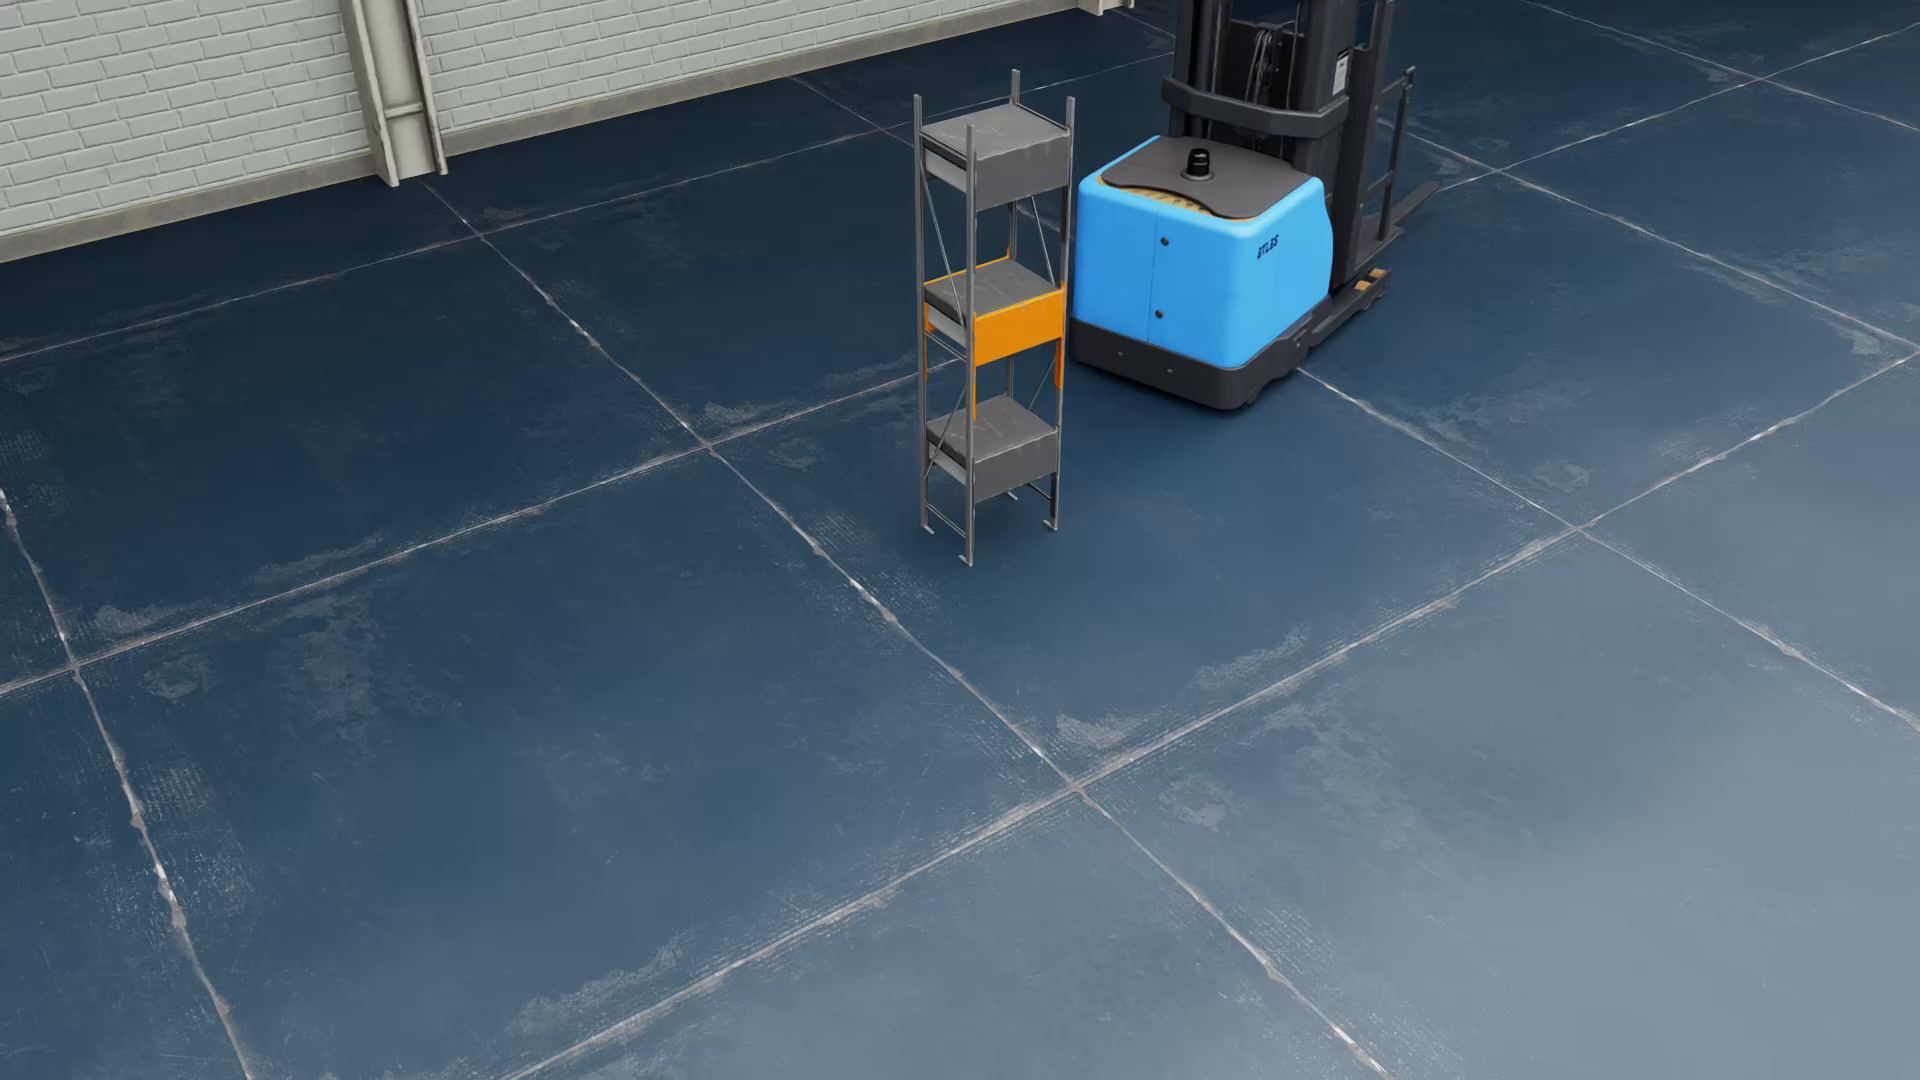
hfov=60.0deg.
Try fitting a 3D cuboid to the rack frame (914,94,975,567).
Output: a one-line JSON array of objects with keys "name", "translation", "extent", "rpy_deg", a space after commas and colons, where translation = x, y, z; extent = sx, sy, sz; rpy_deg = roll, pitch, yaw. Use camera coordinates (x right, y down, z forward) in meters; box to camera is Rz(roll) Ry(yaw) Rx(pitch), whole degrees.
[{"name": "rack frame", "translation": [-0.064, -0.826, 7.100], "extent": [0.015, 2.100, 0.400], "rpy_deg": [-22, 41, -28]}]

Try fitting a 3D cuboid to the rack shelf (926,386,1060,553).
[{"name": "rack shelf", "translation": [0.135, -0.329, 7.631], "extent": [0.480, 0.518, 0.431], "rpy_deg": [-22, 41, -28]}]

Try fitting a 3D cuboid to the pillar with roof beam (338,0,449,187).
[{"name": "pillar with roof beam", "translation": [-1.206, -4.070, 5.702], "extent": [0.400, 9.000, 9.100], "rpy_deg": [-22, 41, -28]}]

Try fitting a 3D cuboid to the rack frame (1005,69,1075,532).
[{"name": "rack frame", "translation": [0.335, -0.990, 7.328], "extent": [0.015, 2.100, 0.400], "rpy_deg": [-22, 41, -28]}]

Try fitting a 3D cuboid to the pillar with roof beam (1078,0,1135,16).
[{"name": "pillar with roof beam", "translation": [3.698, -6.088, 8.508], "extent": [0.400, 9.000, 9.100], "rpy_deg": [-22, 41, -28]}]

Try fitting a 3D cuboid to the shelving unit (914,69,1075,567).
[{"name": "shelving unit", "translation": [0.135, -0.908, 7.214], "extent": [0.503, 2.100, 0.431], "rpy_deg": [-22, 41, -28]}]

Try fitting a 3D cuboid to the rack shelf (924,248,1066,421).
[{"name": "rack shelf", "translation": [0.135, -0.897, 7.222], "extent": [0.480, 0.518, 0.431], "rpy_deg": [-22, 41, -28]}]

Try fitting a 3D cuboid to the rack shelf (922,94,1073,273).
[{"name": "rack shelf", "translation": [0.135, -1.465, 6.814], "extent": [0.480, 0.518, 0.431], "rpy_deg": [-22, 41, -28]}]

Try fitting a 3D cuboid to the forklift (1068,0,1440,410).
[{"name": "forklift", "translation": [1.866, -2.669, 8.951], "extent": [1.130, 2.935, 3.031], "rpy_deg": [23, 42, 29]}]
